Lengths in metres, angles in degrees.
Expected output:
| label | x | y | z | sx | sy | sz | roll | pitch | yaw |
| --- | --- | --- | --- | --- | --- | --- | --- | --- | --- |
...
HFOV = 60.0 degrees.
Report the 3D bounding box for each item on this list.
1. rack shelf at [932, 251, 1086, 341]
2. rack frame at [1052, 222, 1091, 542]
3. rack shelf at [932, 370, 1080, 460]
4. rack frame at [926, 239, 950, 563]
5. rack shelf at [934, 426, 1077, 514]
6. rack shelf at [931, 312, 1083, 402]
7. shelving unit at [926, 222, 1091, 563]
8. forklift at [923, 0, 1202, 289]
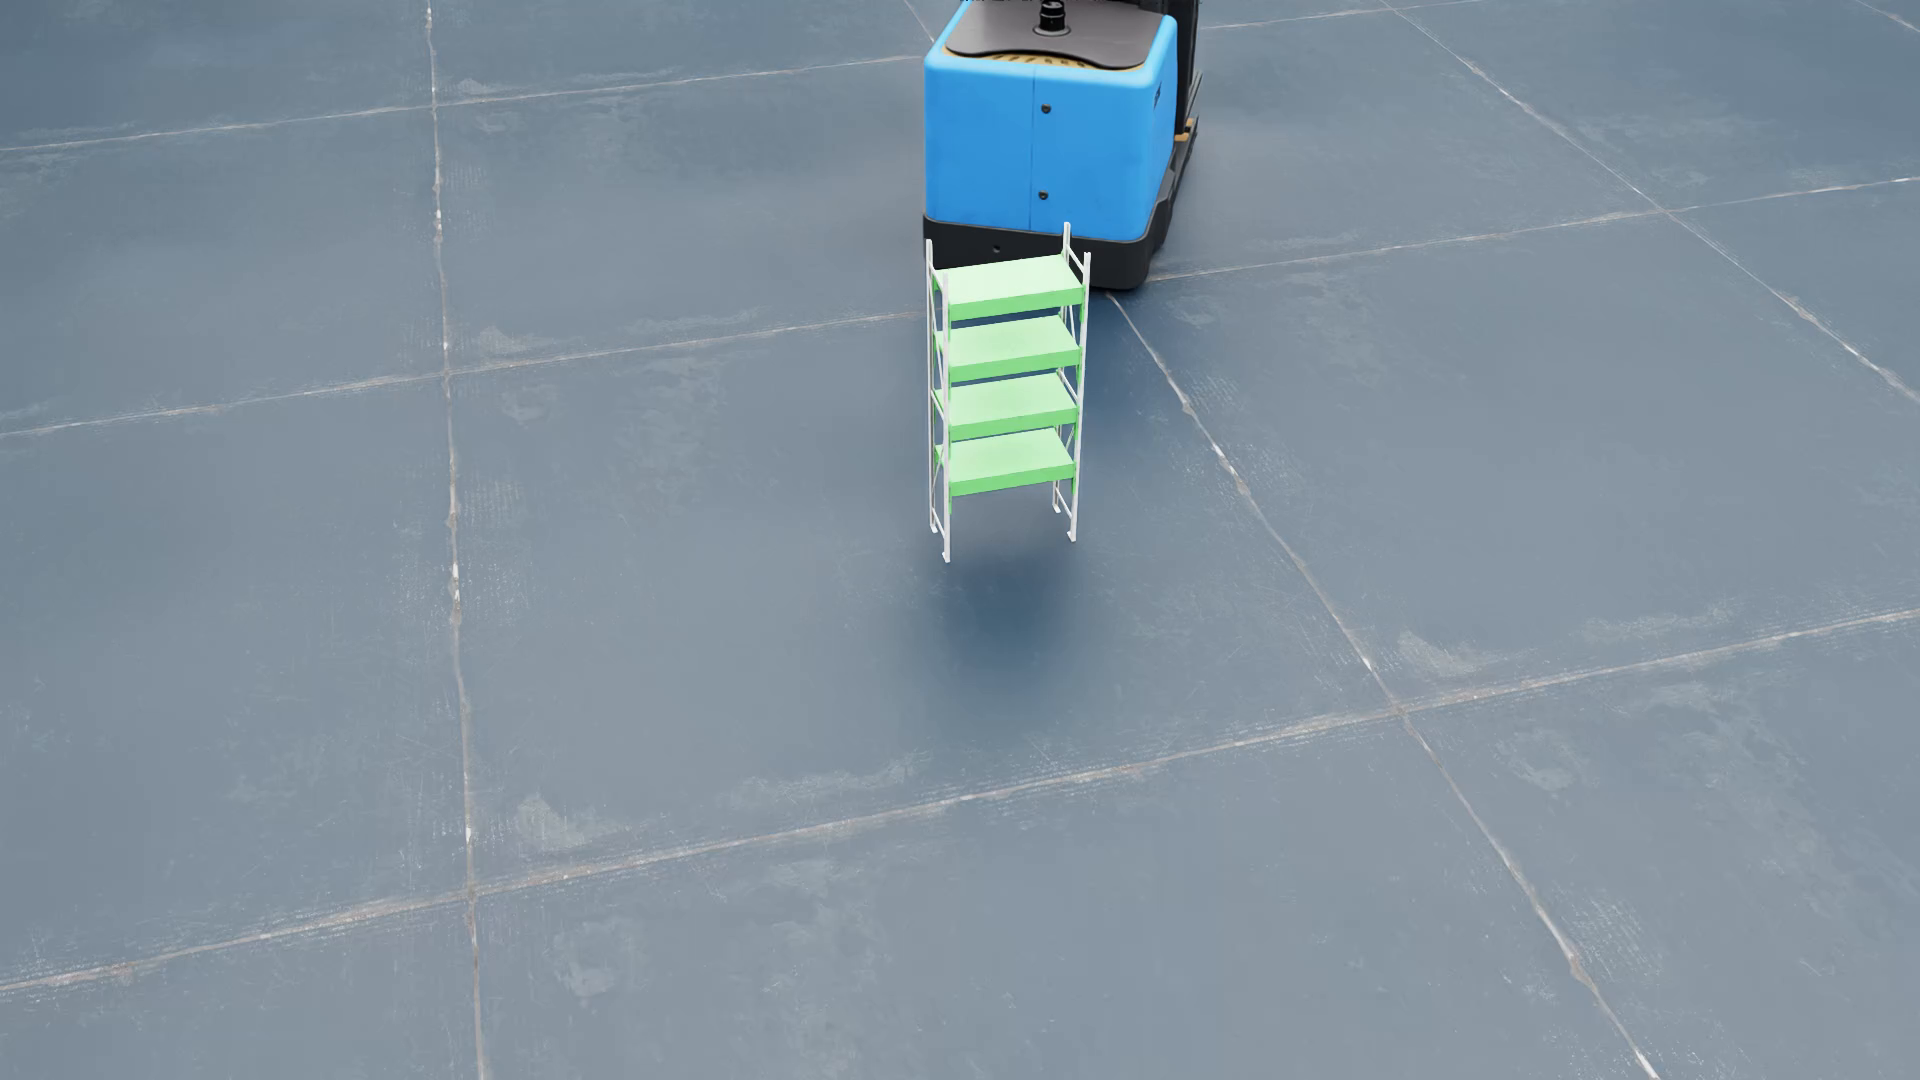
| label | x | y | z | sx | sy | sz | roll | pitch | yaw |
| --- | --- | --- | --- | --- | --- | --- | --- | --- | --- |
| rack shelf | 0.160 | -0.833 | 5.667 | 0.480 | 0.148 | 0.258 | -9 | 38 | -12 |
| rack frame | 0.395 | -0.541 | 5.970 | 0.015 | 1.200 | 0.240 | -9 | 38 | -12 |
| rack shelf | 0.160 | -0.452 | 5.959 | 0.480 | 0.148 | 0.258 | -9 | 38 | -12 |
| rack frame | -0.076 | -0.464 | 5.869 | 0.015 | 1.200 | 0.240 | -9 | 38 | -12 |
| rack shelf | 0.160 | -0.261 | 6.104 | 0.480 | 0.148 | 0.258 | -9 | 38 | -12 |
| rack shelf | 0.160 | -0.643 | 5.813 | 0.480 | 0.148 | 0.258 | -9 | 38 | -12 |
| shelving unit | 0.160 | -0.503 | 5.920 | 0.503 | 1.200 | 0.258 | -9 | 38 | -12 |
| forklift | 0.670 | -3.213 | 8.038 | 1.130 | 2.935 | 3.031 | 8 | 38 | 11 |
